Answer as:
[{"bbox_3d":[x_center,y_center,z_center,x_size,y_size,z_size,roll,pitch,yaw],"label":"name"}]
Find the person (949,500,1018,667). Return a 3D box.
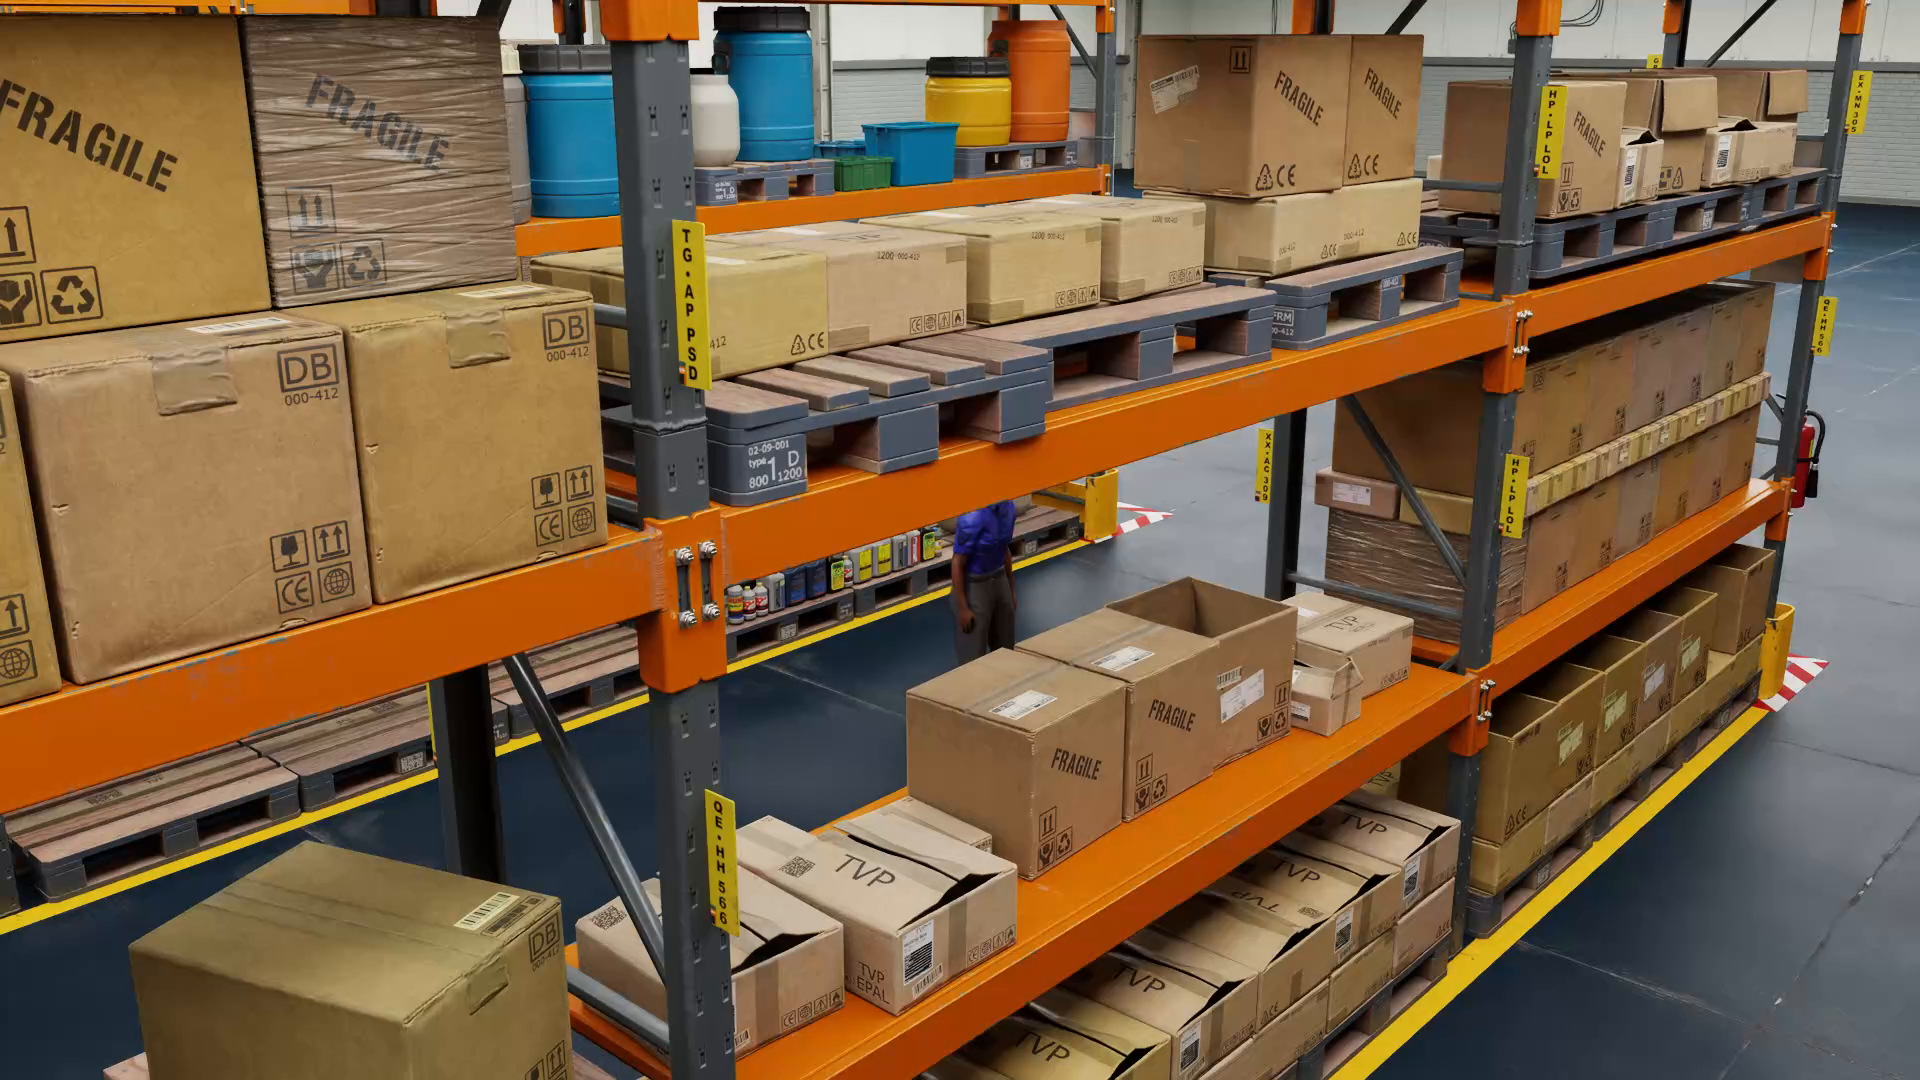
[{"bbox_3d":[0.139,0.324,8.997,0.343,1.653,0.523,13,21,36],"label":"person"}]
